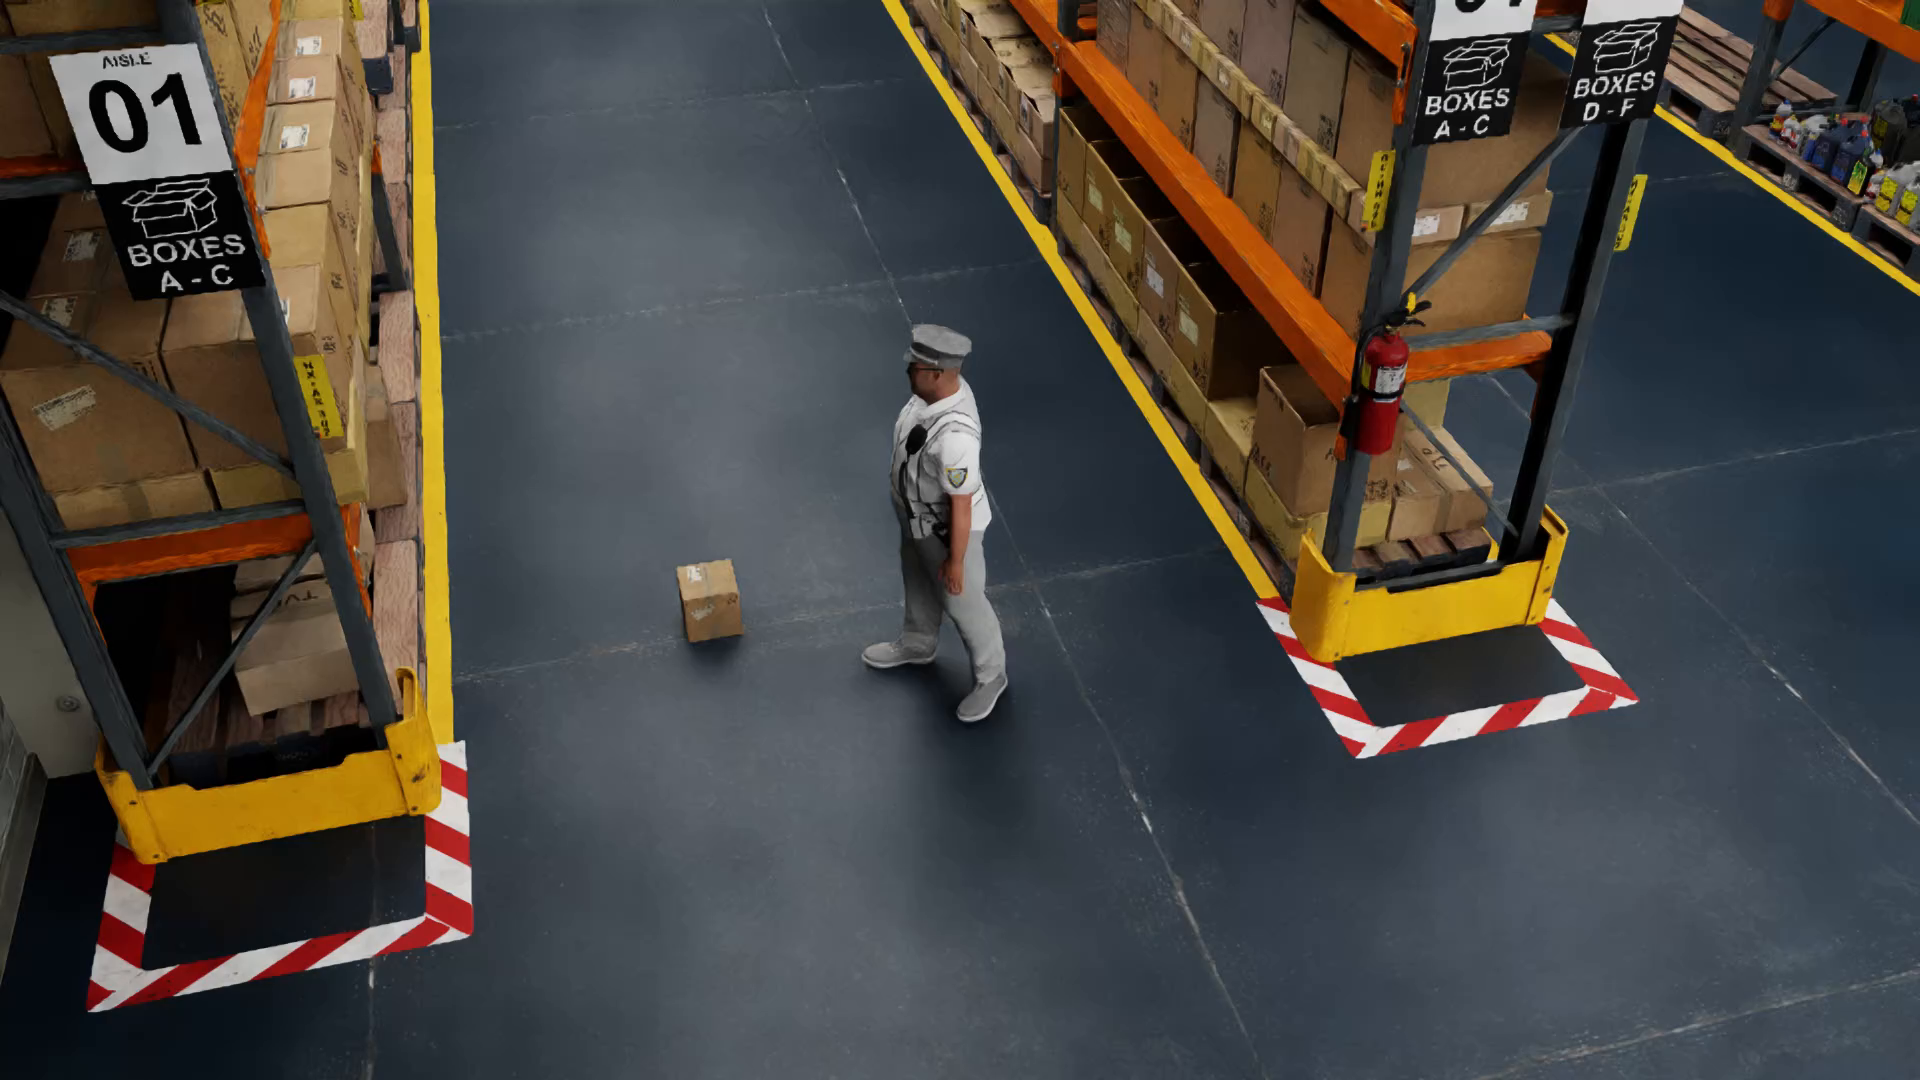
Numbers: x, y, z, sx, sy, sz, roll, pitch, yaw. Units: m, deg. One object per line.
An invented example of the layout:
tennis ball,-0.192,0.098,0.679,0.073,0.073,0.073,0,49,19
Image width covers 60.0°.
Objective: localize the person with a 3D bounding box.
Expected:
person,-0.116,-0.106,6.812,0.592,1.750,0.717,-8,39,-11
